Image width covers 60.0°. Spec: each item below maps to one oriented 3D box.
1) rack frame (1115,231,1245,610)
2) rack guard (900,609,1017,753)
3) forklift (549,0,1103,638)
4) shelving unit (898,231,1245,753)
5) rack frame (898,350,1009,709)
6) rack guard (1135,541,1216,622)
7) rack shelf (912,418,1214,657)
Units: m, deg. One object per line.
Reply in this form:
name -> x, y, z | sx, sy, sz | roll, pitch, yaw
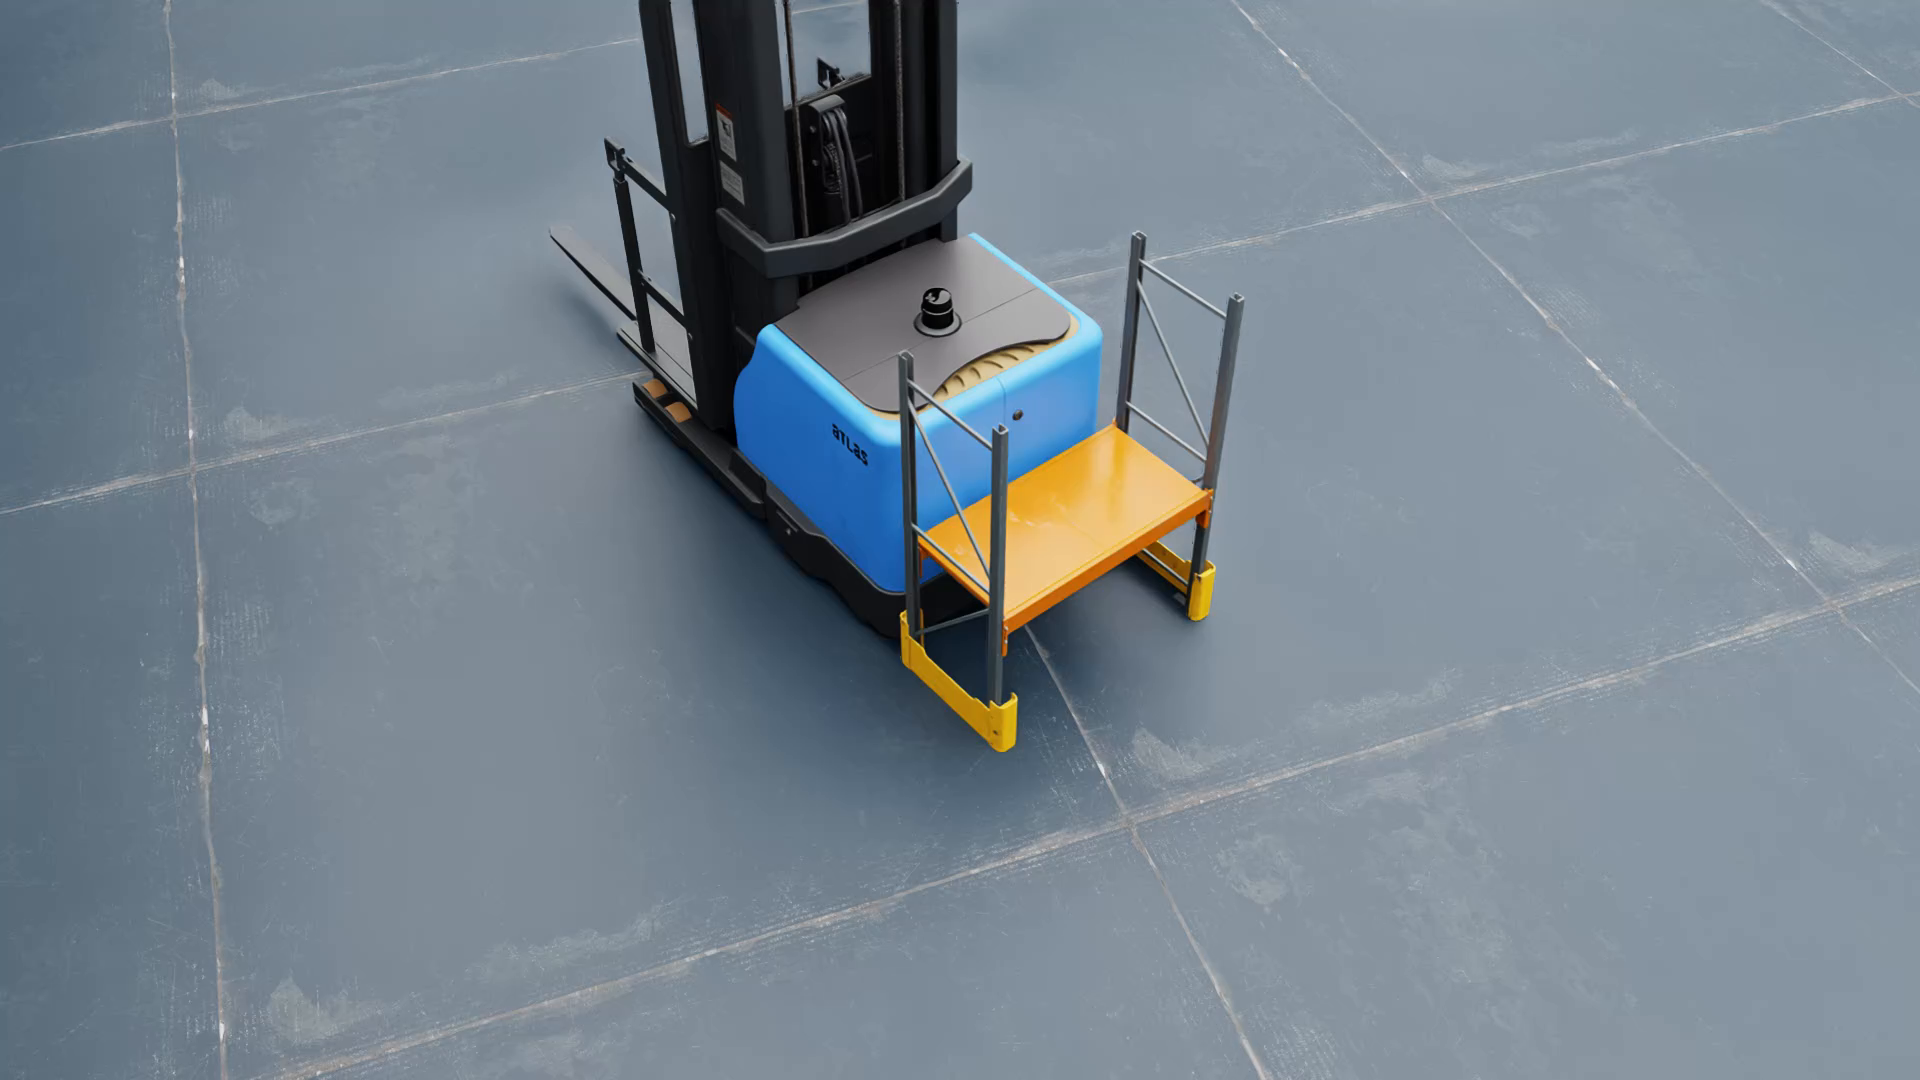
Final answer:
rack frame -> 0.757, -0.387, 6.077 | 0.032, 1.500, 0.500 | -30, 53, -27
rack guard -> -0.010, 0.506, 6.070 | 0.087, 0.250, 0.587 | -30, 53, -27
forklift -> -0.765, -1.657, 6.332 | 1.130, 2.935, 3.031 | -29, 52, -26
shelving unit -> 0.373, -0.161, 5.851 | 1.083, 1.500, 0.587 | -30, 53, -27
rack frame -> -0.025, 0.073, 5.618 | 0.032, 1.500, 0.500 | -30, 53, -27
rack guard -> 0.756, 0.055, 6.519 | 0.087, 0.250, 0.587 | -30, 53, -27
rack shelf -> 0.366, -0.030, 5.975 | 1.000, 0.185, 0.538 | -30, 53, -27
